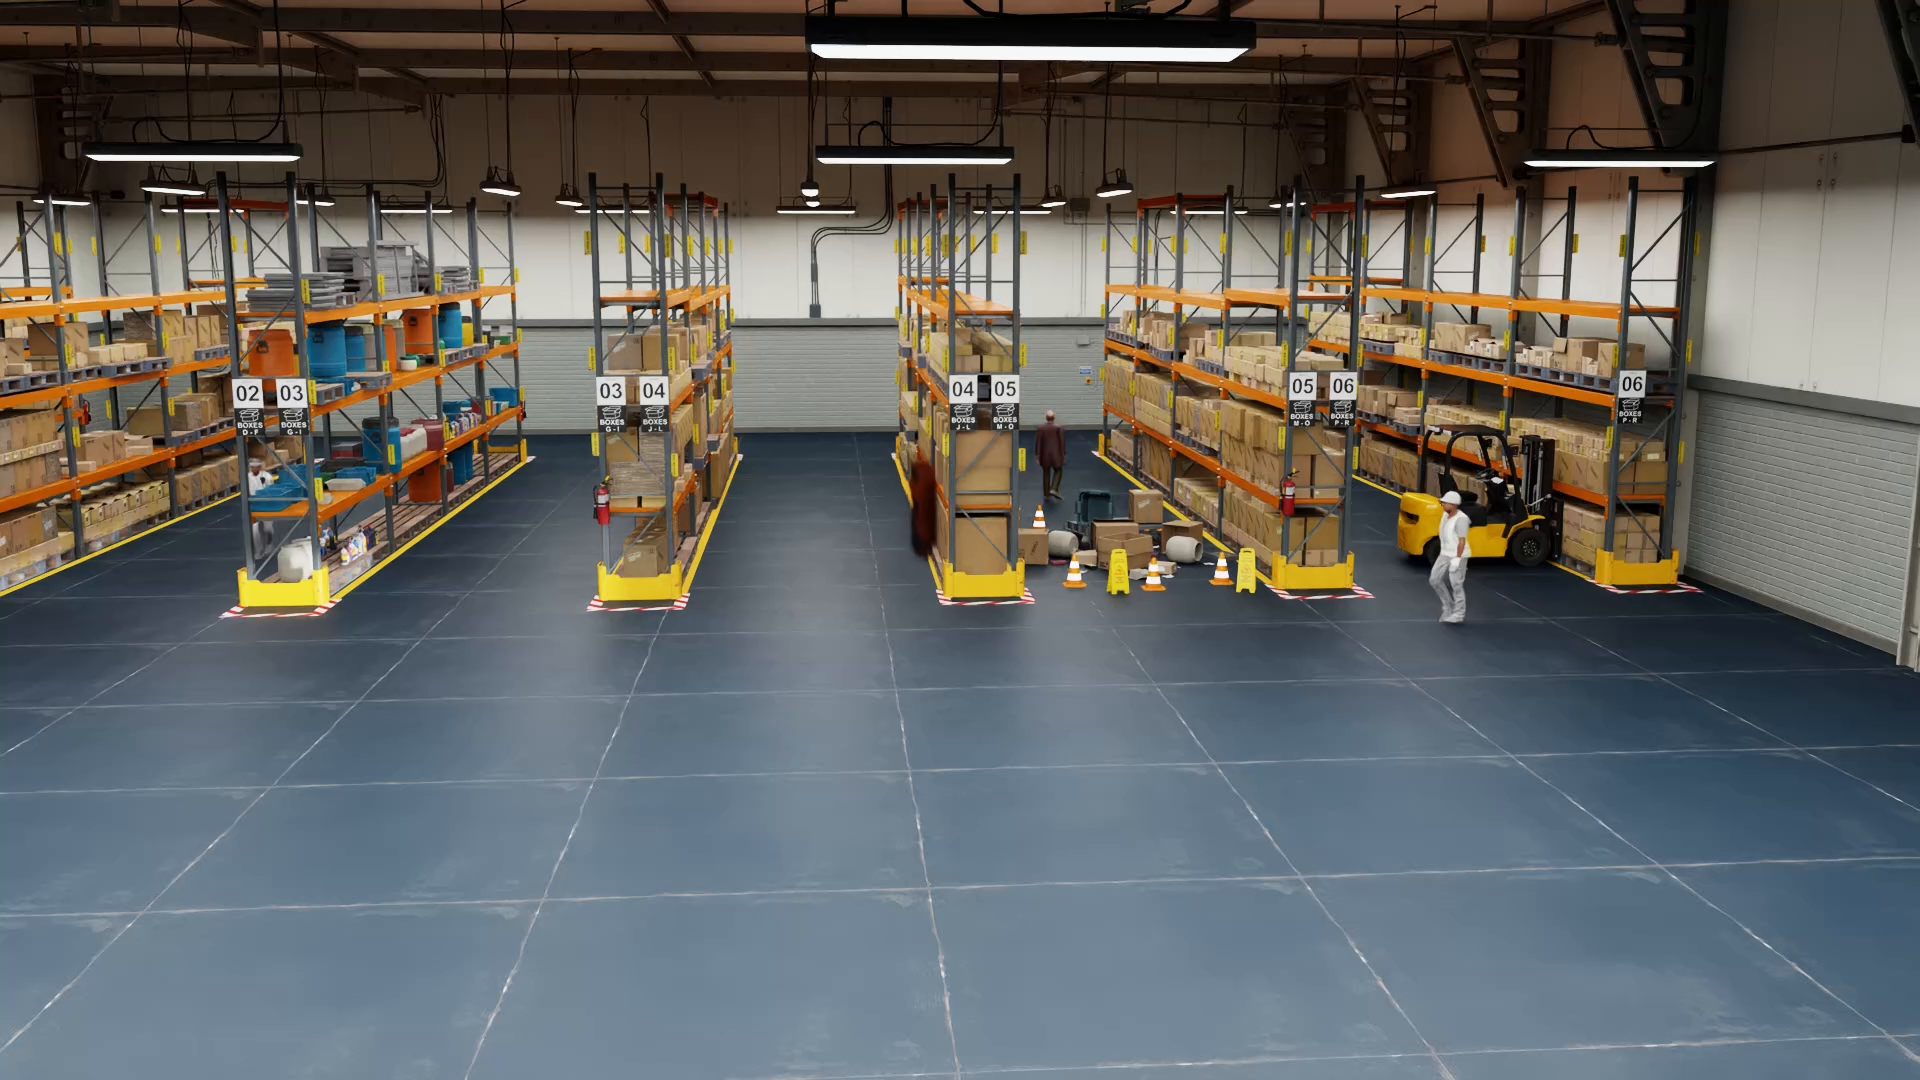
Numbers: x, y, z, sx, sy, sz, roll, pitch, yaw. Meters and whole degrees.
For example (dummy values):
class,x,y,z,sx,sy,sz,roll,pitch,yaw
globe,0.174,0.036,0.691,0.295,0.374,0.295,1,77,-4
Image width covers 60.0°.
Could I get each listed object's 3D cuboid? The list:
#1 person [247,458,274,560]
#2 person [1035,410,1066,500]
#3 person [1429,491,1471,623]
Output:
class,x,y,z,sx,sy,sz,roll,pitch,yaw
person,-11.380,-0.538,27.062,0.540,1.658,0.554,-2,10,-10
person,1.799,-1.629,33.109,0.627,1.672,0.586,2,10,11
person,6.599,0.237,22.204,0.498,1.801,0.537,-4,11,-23
